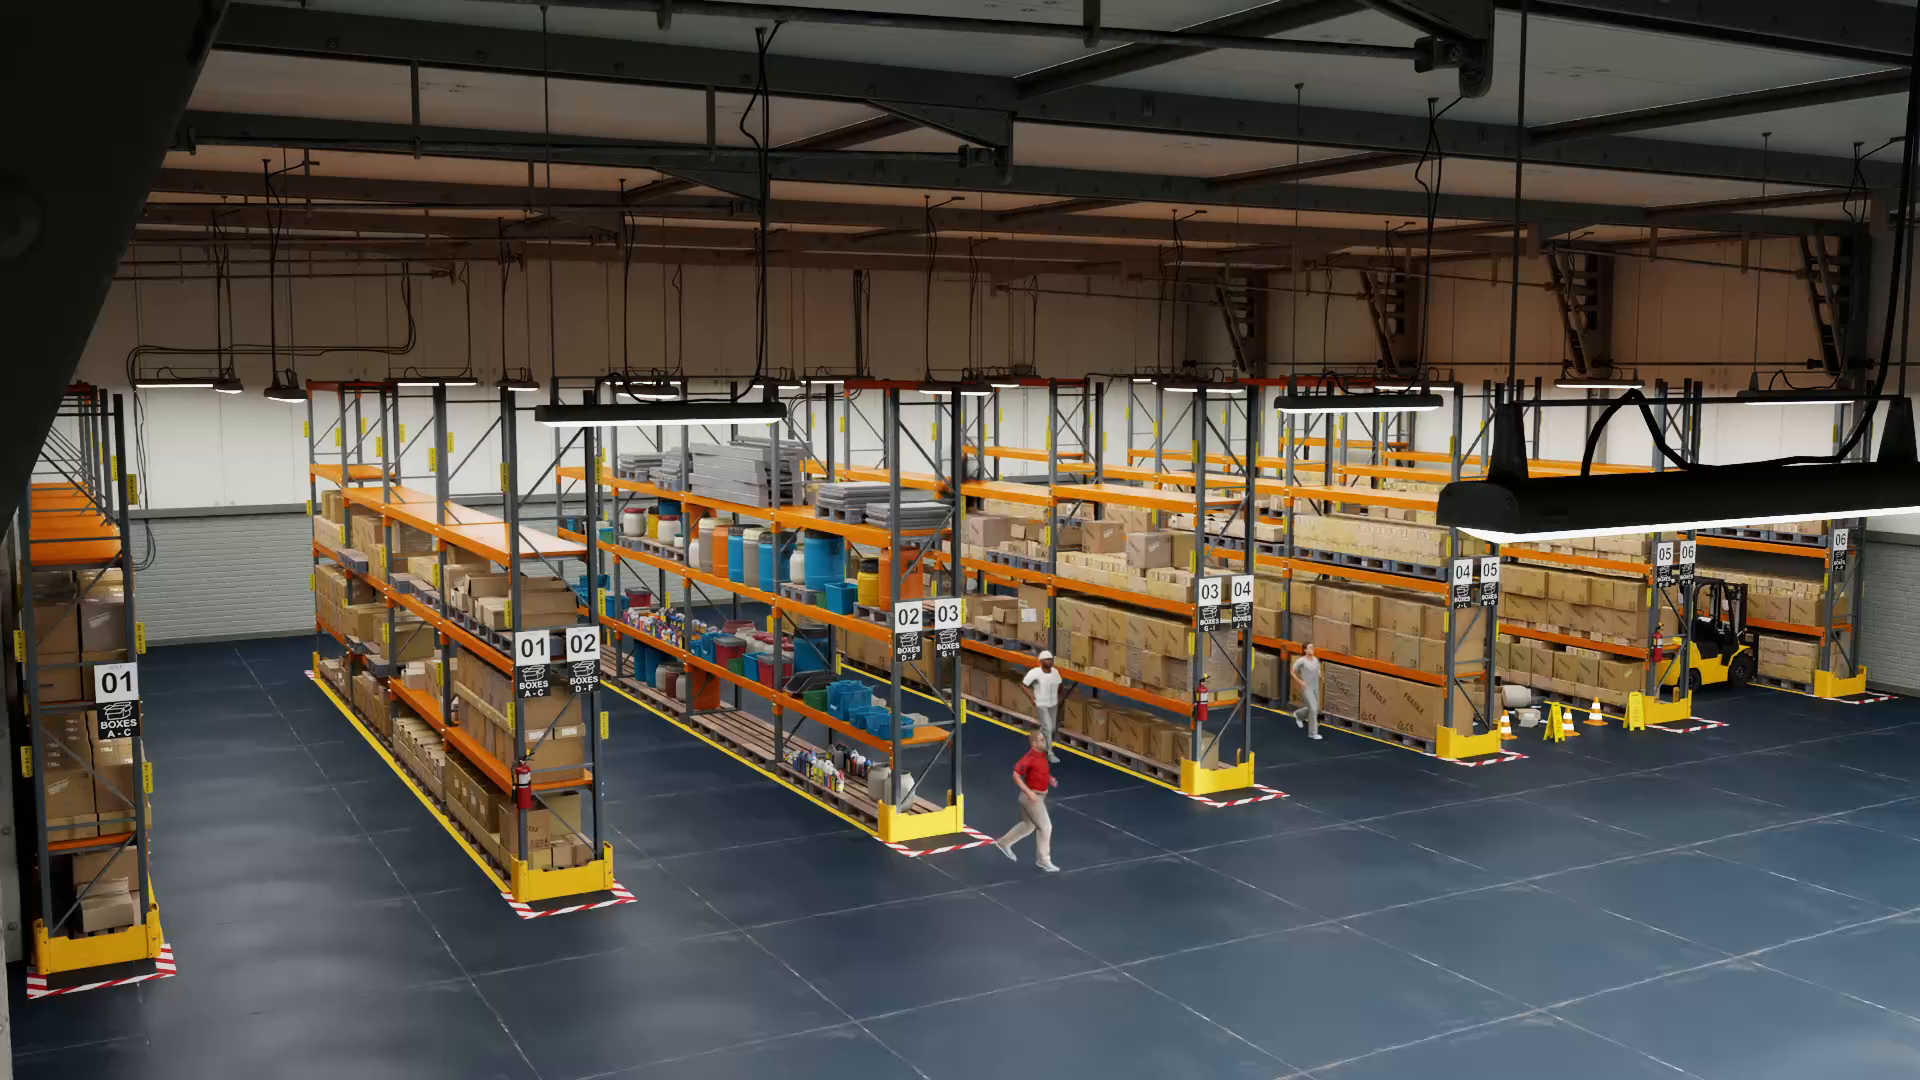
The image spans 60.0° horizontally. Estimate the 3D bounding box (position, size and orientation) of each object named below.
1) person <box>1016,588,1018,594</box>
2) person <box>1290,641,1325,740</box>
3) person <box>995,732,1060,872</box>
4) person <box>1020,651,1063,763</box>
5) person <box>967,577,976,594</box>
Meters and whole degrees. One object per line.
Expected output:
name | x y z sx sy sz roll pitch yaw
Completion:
person | 1.610 0.977 42.606 0.644 1.652 0.547 -4 7 -32
person | 5.885 2.527 28.178 0.575 1.625 0.782 -3 7 -29
person | 0.864 3.271 20.861 0.829 1.767 0.657 1 6 13
person | 1.364 2.631 26.546 0.722 1.757 0.835 -4 7 -35
person | 0.222 0.997 42.291 0.580 1.732 0.814 1 6 8
